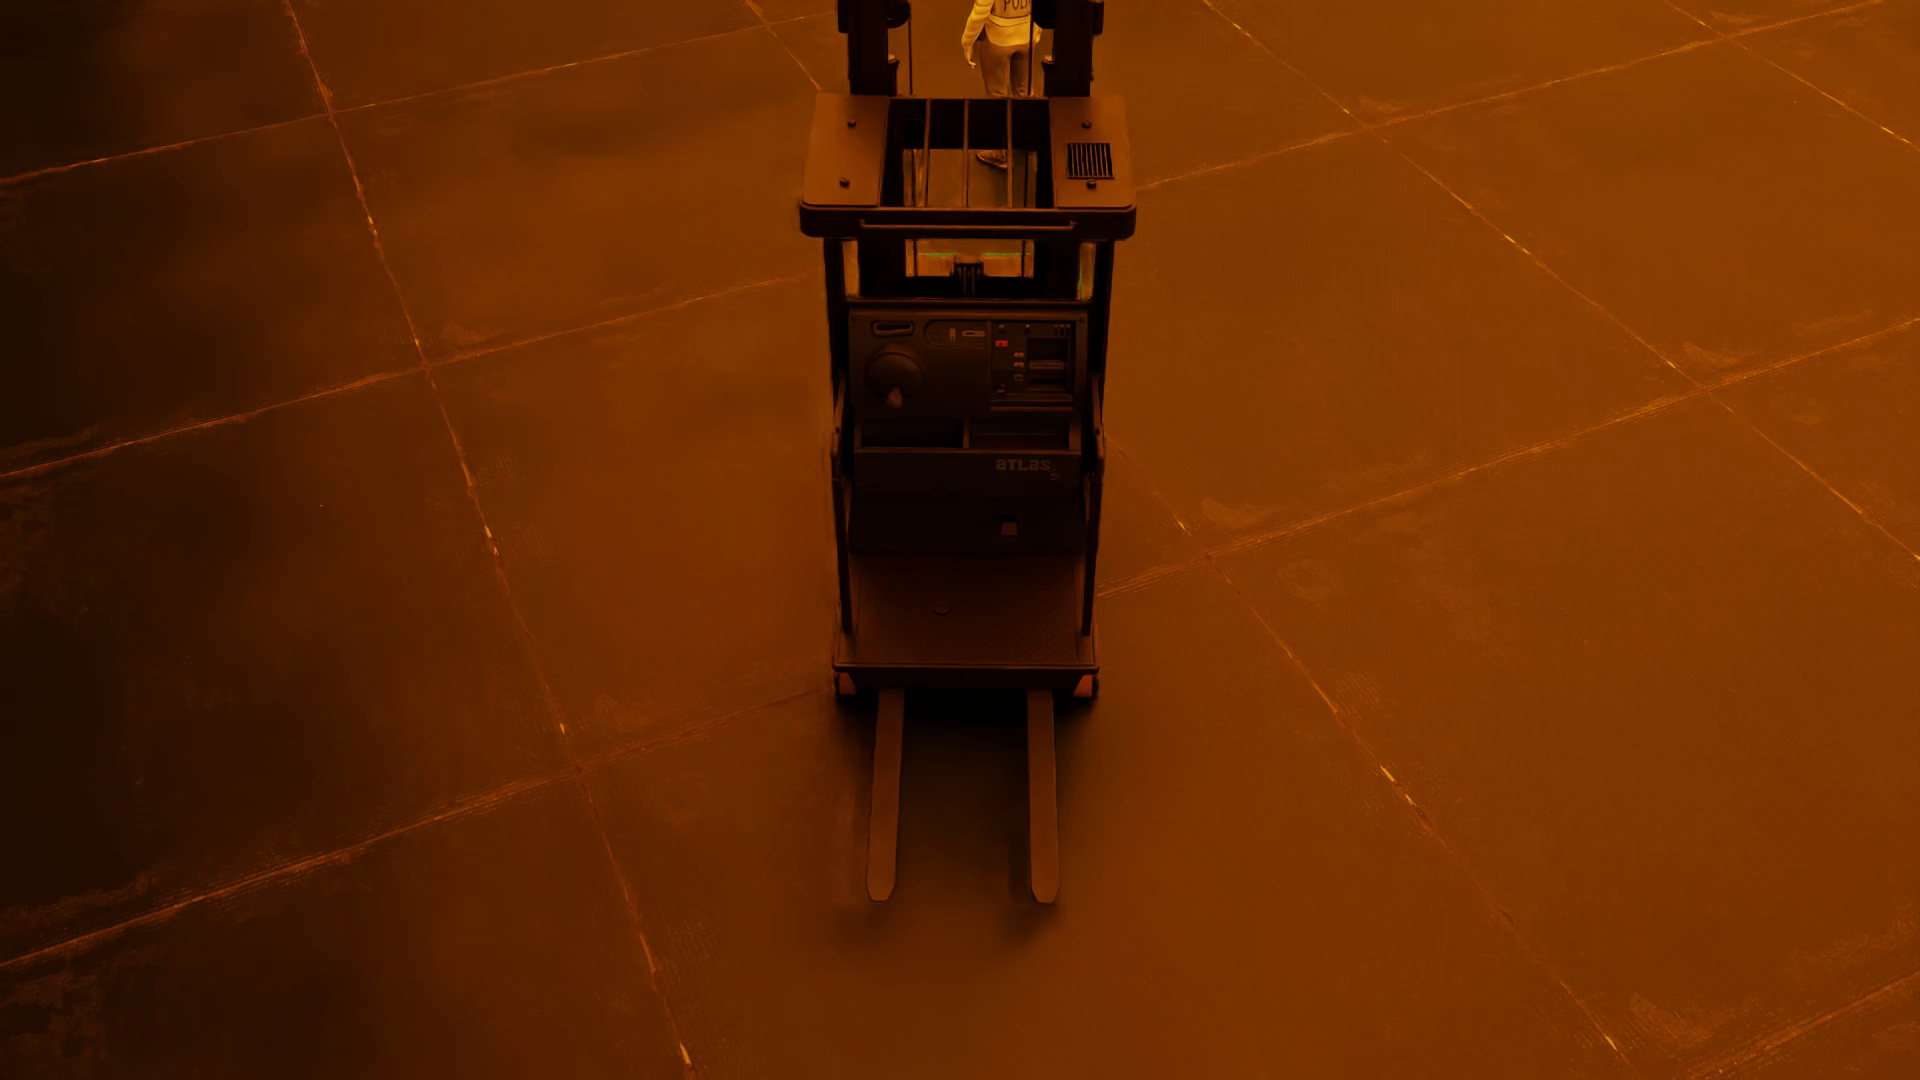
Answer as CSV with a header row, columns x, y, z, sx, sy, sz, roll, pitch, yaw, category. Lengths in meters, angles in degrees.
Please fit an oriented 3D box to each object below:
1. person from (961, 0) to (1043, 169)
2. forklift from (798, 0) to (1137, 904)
x,y,z,sx,sy,sz,roll,pitch,yaw,category
0.243,-2.980,9.770,0.589,1.696,0.532,-23,48,-23,person
0.030,-0.617,6.341,1.130,2.935,3.031,1,43,1,forklift
